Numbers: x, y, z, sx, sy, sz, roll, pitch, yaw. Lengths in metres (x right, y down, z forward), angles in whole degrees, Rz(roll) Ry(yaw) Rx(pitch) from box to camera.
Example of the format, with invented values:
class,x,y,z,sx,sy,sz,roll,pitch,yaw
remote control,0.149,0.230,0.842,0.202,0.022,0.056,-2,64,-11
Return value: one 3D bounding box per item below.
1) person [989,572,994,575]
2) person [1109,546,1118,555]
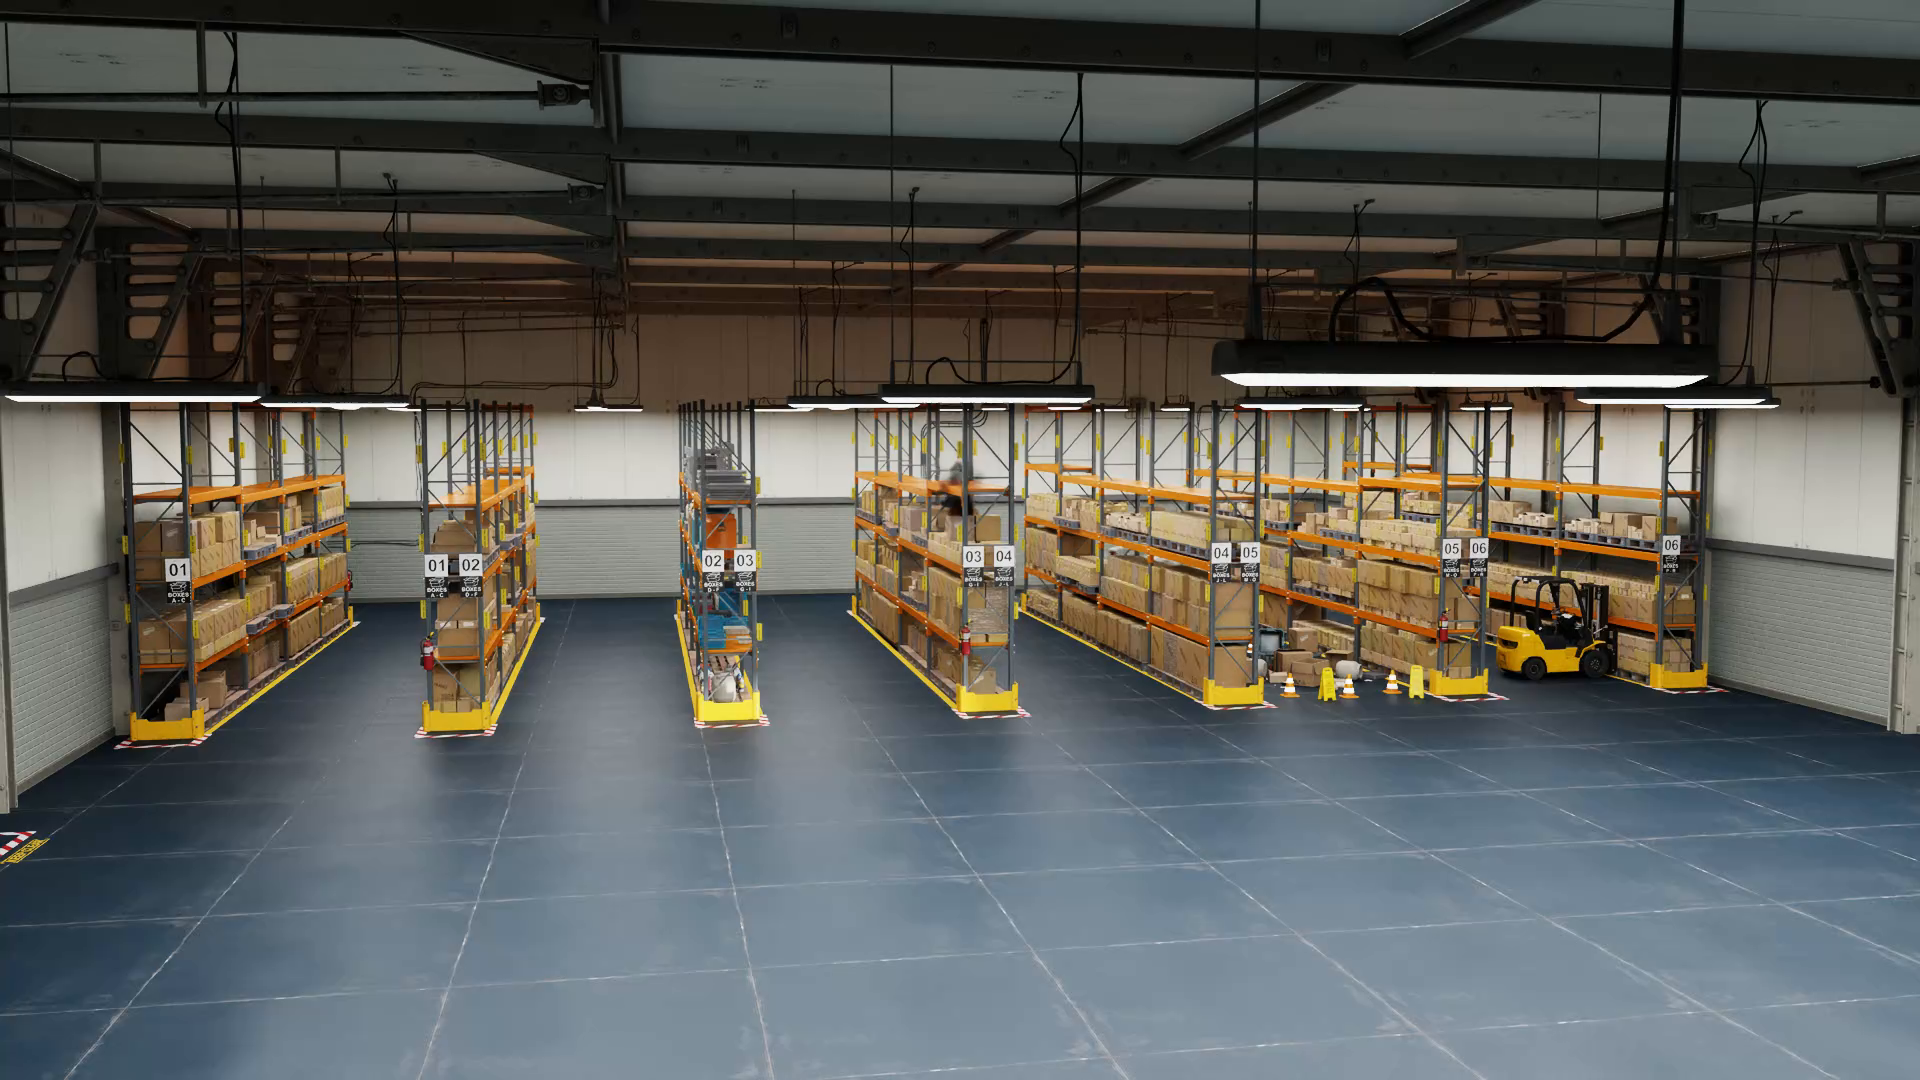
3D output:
class,x,y,z,sx,sy,sz,roll,pitch,yaw
person,1.067,1.368,46.114,0.672,1.844,0.929,0,4,-4
person,4.751,1.060,50.537,0.654,1.738,0.713,0,4,-2
